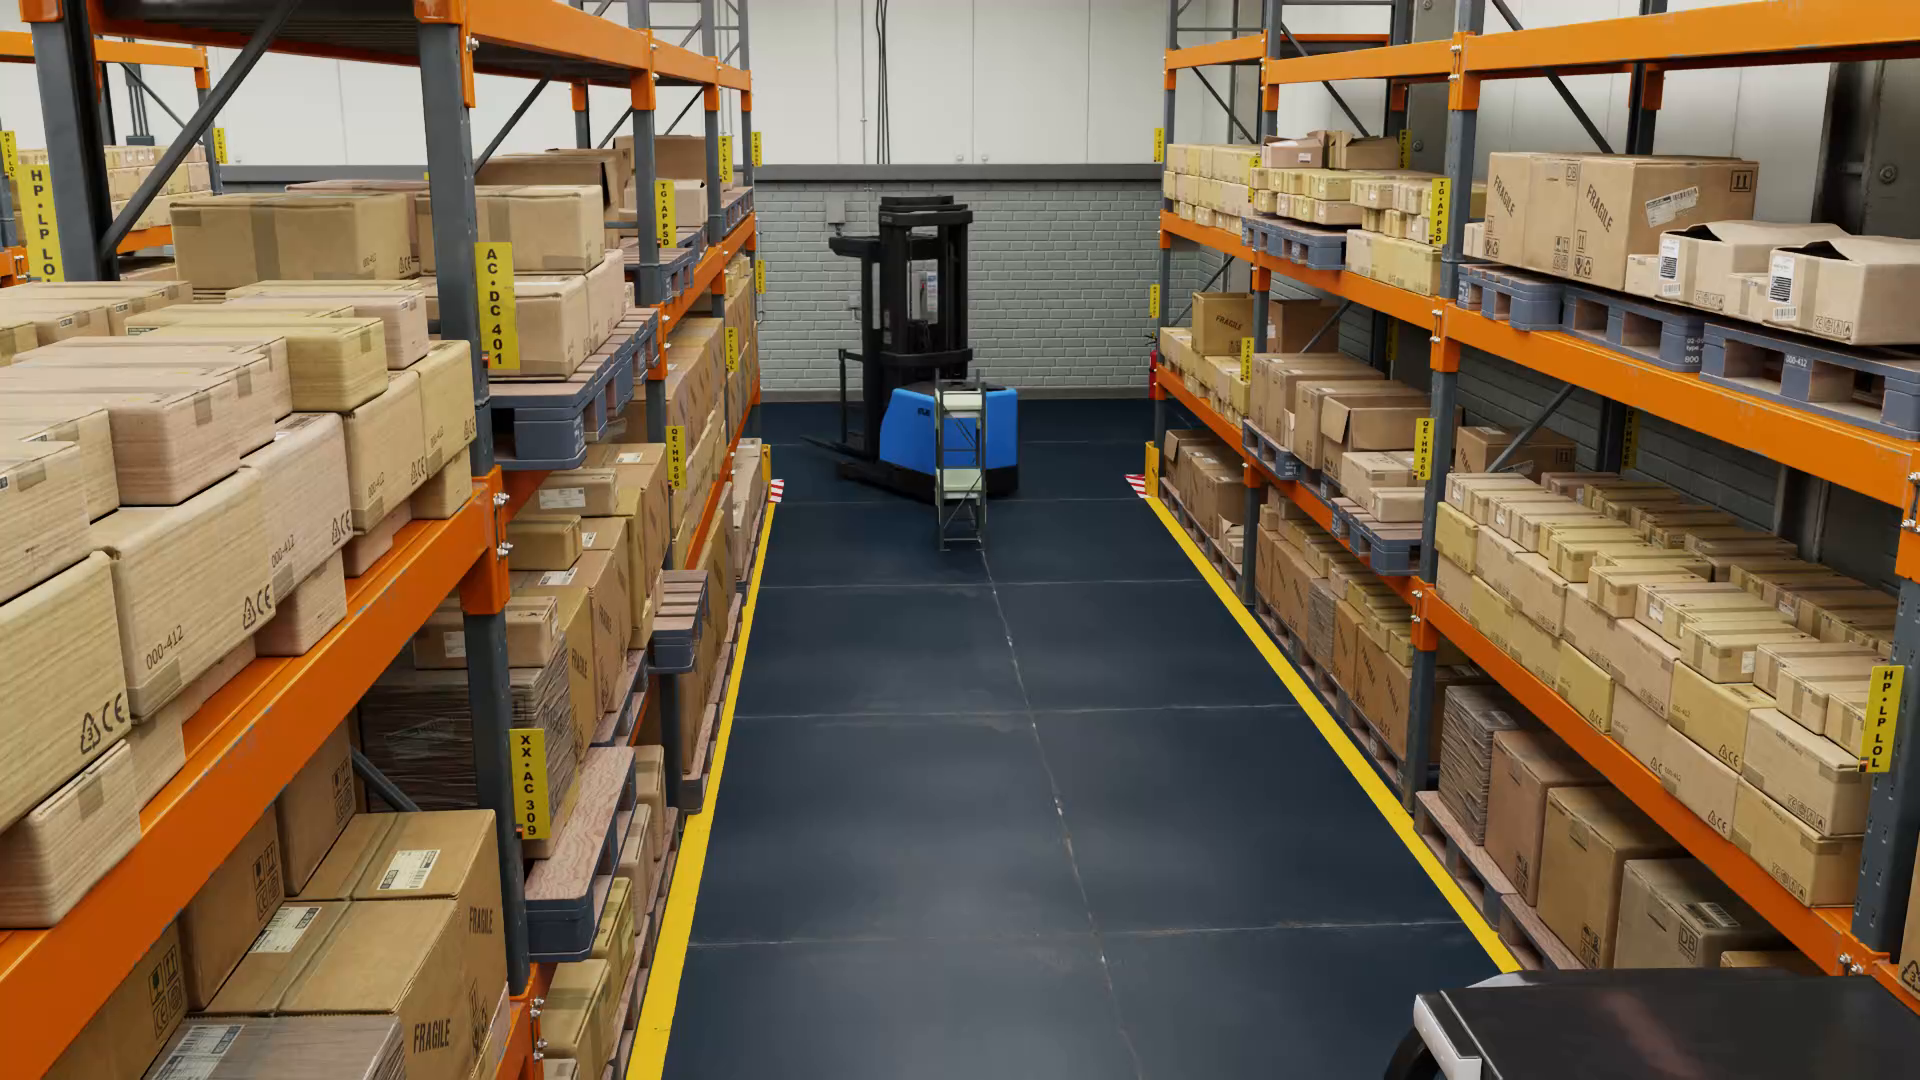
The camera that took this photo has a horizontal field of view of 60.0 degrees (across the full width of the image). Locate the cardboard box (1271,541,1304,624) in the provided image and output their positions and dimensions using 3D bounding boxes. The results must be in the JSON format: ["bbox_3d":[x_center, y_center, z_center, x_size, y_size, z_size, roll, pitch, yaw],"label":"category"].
[{"bbox_3d":[2.566,0.306,11.993,0.500,0.500,0.500,-1,14,-4],"label":"cardboard box"}]

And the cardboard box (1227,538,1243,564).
[{"bbox_3d":[2.390,0.086,13.552,0.380,0.149,0.250,-1,14,-5],"label":"cardboard box"}]

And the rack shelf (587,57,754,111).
[{"bbox_3d":[-2.360,-3.741,13.752,1.077,0.370,4.000,-1,14,-3],"label":"rack shelf"}]

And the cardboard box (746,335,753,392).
[{"bbox_3d":[-2.132,-1.555,14.848,0.500,0.500,0.500,0,14,-2],"label":"cardboard box"}]

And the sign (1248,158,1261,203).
[{"bbox_3d":[2.177,-2.650,12.250,0.100,0.325,0.005,-1,14,-3],"label":"sign"}]

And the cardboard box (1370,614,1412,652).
[{"bbox_3d":[2.634,0.544,9.765,0.380,0.149,0.250,-2,15,-6],"label":"cardboard box"}]

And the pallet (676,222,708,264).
[{"bbox_3d":[-2.130,-2.013,11.194,0.805,0.209,1.217,-1,15,-6],"label":"pallet"}]

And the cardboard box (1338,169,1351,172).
[{"bbox_3d":[2.891,-2.548,11.755,0.380,0.149,0.250,-1,14,-3],"label":"cardboard box"}]

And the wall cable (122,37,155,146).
[{"bbox_3d":[-9.285,-7.645,20.223,2.277,5.999,0.120,-1,14,-3],"label":"wall cable"}]

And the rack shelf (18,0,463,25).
[{"bbox_3d":[-1.617,-0.948,2.104,1.077,0.370,4.000,-1,14,-3],"label":"rack shelf"}]

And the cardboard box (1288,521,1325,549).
[{"bbox_3d":[2.596,-0.040,12.034,0.380,0.149,0.250,-2,15,-6],"label":"cardboard box"}]

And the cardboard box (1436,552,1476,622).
[{"bbox_3d":[2.749,0.224,8.437,0.500,0.250,0.500,-1,14,-3],"label":"cardboard box"}]

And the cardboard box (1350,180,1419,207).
[{"bbox_3d":[2.569,-2.084,9.989,0.380,0.149,0.250,-1,14,-3],"label":"cardboard box"}]

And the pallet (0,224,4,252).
[{"bbox_3d":[-7.238,-1.985,11.079,1.213,0.211,1.003,-1,14,-3],"label":"pallet"}]

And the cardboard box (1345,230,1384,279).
[{"bbox_3d":[2.628,-1.716,9.958,0.500,0.250,0.500,-1,14,-3],"label":"cardboard box"}]

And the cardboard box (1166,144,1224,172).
[{"bbox_3d":[2.247,-3.604,15.697,0.500,0.250,0.500,-1,14,-4],"label":"cardboard box"}]

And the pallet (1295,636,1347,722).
[{"bbox_3d":[2.885,0.899,11.110,1.003,0.211,1.213,-1,14,-3],"label":"pallet"}]

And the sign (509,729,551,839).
[{"bbox_3d":[-1.199,0.680,4.627,0.100,0.325,0.005,-1,14,-3],"label":"sign"}]

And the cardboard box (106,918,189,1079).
[{"bbox_3d":[-1.916,0.798,3.100,0.700,0.500,0.500,-1,14,-5],"label":"cardboard box"}]

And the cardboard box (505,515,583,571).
[{"bbox_3d":[-1.587,0.008,6.031,0.380,0.149,0.250,0,14,0],"label":"cardboard box"}]

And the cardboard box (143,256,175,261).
[{"bbox_3d":[-7.142,-2.340,15.297,0.500,0.500,0.500,-1,14,-5],"label":"cardboard box"}]

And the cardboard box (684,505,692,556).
[{"bbox_3d":[-1.817,-0.066,9.563,0.500,0.250,0.500,-1,14,-5],"label":"cardboard box"}]

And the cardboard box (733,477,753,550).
[{"bbox_3d":[-2.224,-0.223,14.173,0.875,0.438,0.875,-1,14,-5],"label":"cardboard box"}]

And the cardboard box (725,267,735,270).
[{"bbox_3d":[-2.131,-2.253,14.256,0.380,0.149,0.250,0,14,-2],"label":"cardboard box"}]

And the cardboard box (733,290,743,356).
[{"bbox_3d":[-2.069,-1.788,13.749,0.500,0.500,0.500,-1,14,-2],"label":"cardboard box"}]

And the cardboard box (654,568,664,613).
[{"bbox_3d":[-1.584,0.238,7.741,0.380,0.149,0.250,-1,14,-4],"label":"cardboard box"}]

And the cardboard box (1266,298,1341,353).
[{"bbox_3d":[2.891,-1.767,14.072,0.500,0.500,0.500,-1,14,-5],"label":"cardboard box"}]

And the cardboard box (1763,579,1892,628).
[{"bbox_3d":[3.379,0.261,6.491,0.380,0.149,0.250,-1,14,-4],"label":"cardboard box"}]

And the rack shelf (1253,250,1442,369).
[{"bbox_3d":[2.842,-1.565,10.511,1.077,0.370,4.000,-1,14,-3],"label":"rack shelf"}]

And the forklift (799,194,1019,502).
[{"bbox_3d":[-0.666,-2.111,17.349,1.130,2.935,3.031,-10,17,-34],"label":"forklift"}]

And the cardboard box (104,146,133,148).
[{"bbox_3d":[-7.628,-3.441,14.858,0.380,0.149,0.250,0,14,-1],"label":"cardboard box"}]

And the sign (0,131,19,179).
[{"bbox_3d":[-6.617,-2.682,11.582,0.100,0.325,0.005,-1,14,-3],"label":"sign"}]

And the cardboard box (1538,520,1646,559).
[{"bbox_3d":[2.825,0.015,7.445,0.380,0.149,0.250,-1,14,-3],"label":"cardboard box"}]

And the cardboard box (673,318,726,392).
[{"bbox_3d":[-1.958,-1.306,11.873,0.500,0.500,0.500,0,14,-2],"label":"cardboard box"}]

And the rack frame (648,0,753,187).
[{"bbox_3d":[-2.484,-4.780,15.546,1.000,3.000,0.127,-1,14,-3],"label":"rack frame"}]

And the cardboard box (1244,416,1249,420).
[{"bbox_3d":[2.446,-0.911,13.053,0.380,0.149,0.250,-1,14,-3],"label":"cardboard box"}]

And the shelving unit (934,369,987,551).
[{"bbox_3d":[0.000,-0.725,14.833,0.431,1.500,0.755,-1,14,-3],"label":"shelving unit"}]

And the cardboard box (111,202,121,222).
[{"bbox_3d":[-6.989,-2.532,13.129,0.500,0.250,0.500,0,14,-1],"label":"cardboard box"}]

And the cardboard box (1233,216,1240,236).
[{"bbox_3d":[2.381,-2.501,13.213,0.380,0.149,0.250,0,14,-2],"label":"cardboard box"}]

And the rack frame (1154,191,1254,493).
[{"bbox_3d":[2.470,-1.952,16.595,1.000,3.000,0.127,-1,14,-3],"label":"rack frame"}]

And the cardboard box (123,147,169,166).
[{"bbox_3d":[-7.046,-3.320,14.387,0.380,0.149,0.250,-1,14,-3],"label":"cardboard box"}]

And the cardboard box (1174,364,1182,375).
[{"bbox_3d":[2.278,-1.682,16.049,0.380,0.149,0.250,-1,14,-2],"label":"cardboard box"}]

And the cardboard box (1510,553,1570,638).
[{"bbox_3d":[2.794,0.237,7.384,0.500,0.250,0.500,-1,14,-5],"label":"cardboard box"}]

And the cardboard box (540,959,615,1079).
[{"bbox_3d":[-1.823,1.870,6.171,0.950,0.372,0.625,0,14,0],"label":"cardboard box"}]

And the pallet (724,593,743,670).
[{"bbox_3d":[-2.113,0.661,12.033,1.003,0.211,1.213,-1,14,-3],"label":"pallet"}]

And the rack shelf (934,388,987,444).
[{"bbox_3d":[0.000,-1.103,14.736,0.431,0.370,0.720,-1,14,-3],"label":"rack shelf"}]

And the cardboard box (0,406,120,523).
[{"bbox_3d":[-1.374,-0.083,2.215,0.380,0.149,0.250,-1,14,-2],"label":"cardboard box"}]

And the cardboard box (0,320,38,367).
[{"bbox_3d":[-2.005,-0.329,3.168,0.380,0.149,0.250,-1,14,-4],"label":"cardboard box"}]

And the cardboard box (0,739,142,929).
[{"bbox_3d":[-1.273,0.364,2.074,0.380,0.149,0.250,-1,14,-3],"label":"cardboard box"}]

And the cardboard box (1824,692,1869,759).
[{"bbox_3d":[2.971,0.588,5.219,0.380,0.149,0.250,0,14,-2],"label":"cardboard box"}]

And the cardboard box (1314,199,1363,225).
[{"bbox_3d":[2.460,-2.078,10.524,0.380,0.149,0.250,-1,14,-2],"label":"cardboard box"}]

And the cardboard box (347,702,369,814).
[{"bbox_3d":[-1.998,0.602,5.025,0.500,0.500,0.500,-1,14,-4],"label":"cardboard box"}]

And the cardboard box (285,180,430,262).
[{"bbox_3d":[-1.989,-1.112,5.762,0.500,0.250,0.500,-1,14,-3],"label":"cardboard box"}]

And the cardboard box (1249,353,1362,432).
[{"bbox_3d":[2.524,-1.086,12.183,0.700,0.500,0.500,-1,14,-2],"label":"cardboard box"}]

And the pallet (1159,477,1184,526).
[{"bbox_3d":[2.525,-0.385,16.099,1.003,0.211,1.213,-1,14,-3],"label":"pallet"}]
